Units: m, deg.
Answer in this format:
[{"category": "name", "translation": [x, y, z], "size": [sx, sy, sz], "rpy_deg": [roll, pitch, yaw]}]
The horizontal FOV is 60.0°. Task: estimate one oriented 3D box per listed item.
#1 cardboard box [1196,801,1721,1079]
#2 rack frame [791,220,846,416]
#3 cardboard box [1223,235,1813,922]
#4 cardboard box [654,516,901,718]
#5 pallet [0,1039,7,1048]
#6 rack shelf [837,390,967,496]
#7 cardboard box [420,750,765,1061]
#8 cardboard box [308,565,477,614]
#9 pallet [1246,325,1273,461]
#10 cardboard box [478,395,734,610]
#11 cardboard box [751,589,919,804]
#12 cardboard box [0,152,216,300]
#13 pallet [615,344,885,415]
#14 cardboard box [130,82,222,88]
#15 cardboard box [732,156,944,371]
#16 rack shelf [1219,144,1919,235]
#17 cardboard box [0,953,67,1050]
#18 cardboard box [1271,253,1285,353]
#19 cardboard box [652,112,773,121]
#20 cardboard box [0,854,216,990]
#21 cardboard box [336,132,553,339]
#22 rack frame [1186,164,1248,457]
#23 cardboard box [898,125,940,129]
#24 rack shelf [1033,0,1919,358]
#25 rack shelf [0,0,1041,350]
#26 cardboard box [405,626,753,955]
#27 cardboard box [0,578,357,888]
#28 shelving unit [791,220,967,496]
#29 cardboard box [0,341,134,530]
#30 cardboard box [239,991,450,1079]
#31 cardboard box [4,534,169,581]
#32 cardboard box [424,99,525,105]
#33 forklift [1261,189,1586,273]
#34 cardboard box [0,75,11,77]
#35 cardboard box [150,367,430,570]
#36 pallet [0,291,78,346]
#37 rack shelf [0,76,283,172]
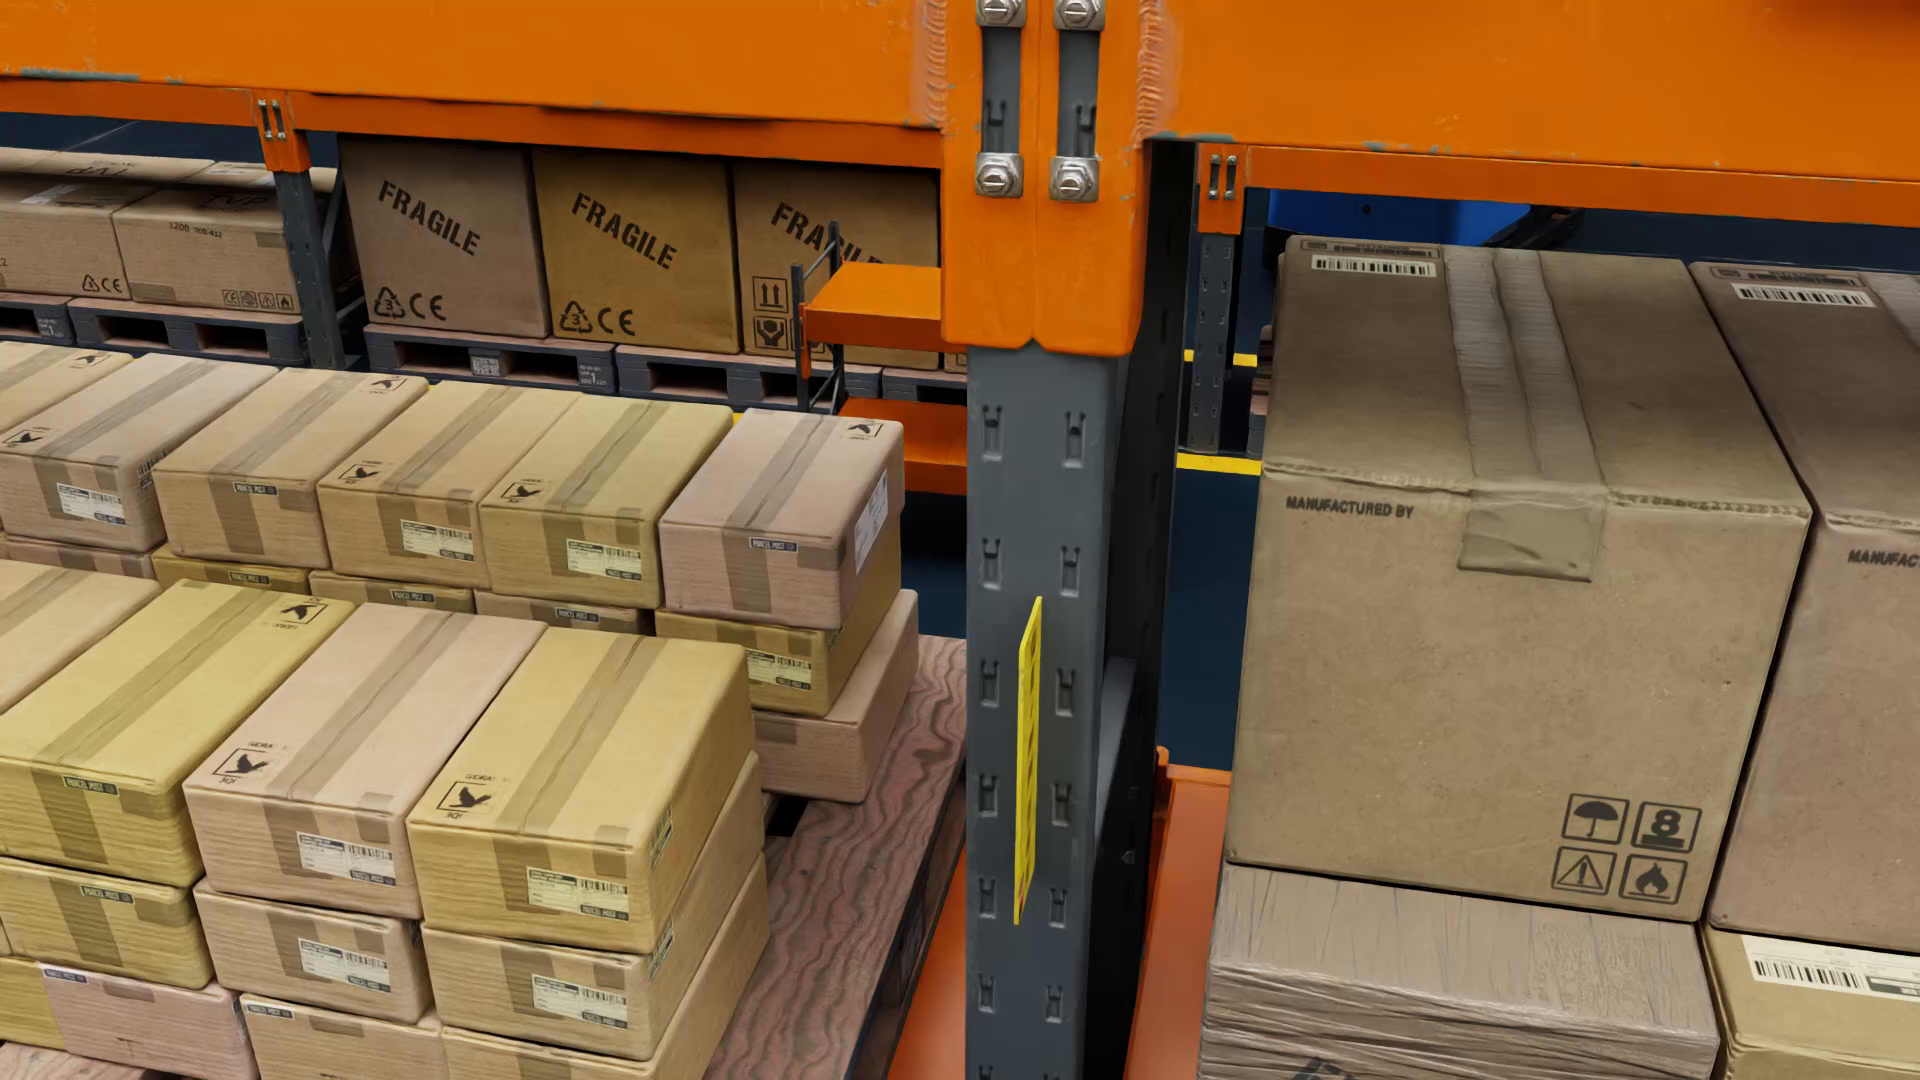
[{"category": "cardboard box", "translation": [0.553, 0.561, 1.997], "size": [0.500, 0.500, 0.500], "rpy_deg": [6, 29, 11]}, {"category": "rack frame", "translation": [-0.504, -0.545, 6.074], "size": [0.032, 1.125, 0.500], "rpy_deg": [6, 29, 11]}, {"category": "cardboard box", "translation": [0.607, 0.001, 1.980], "size": [0.500, 0.500, 0.700], "rpy_deg": [6, 29, 10]}, {"category": "cardboard box", "translation": [-0.261, 0.086, 2.483], "size": [0.250, 0.149, 0.380], "rpy_deg": [7, 30, 13]}, {"category": "pallet", "translation": [-1.774, 0.338, 2.708], "size": [1.213, 0.211, 1.003], "rpy_deg": [6, 29, 11]}, {"category": "rack shelf", "translation": [-0.007, -0.280, 6.099], "size": [1.000, 0.278, 0.538], "rpy_deg": [6, 29, 11]}, {"category": "cardboard box", "translation": [-0.408, 0.393, 1.922], "size": [0.250, 0.149, 0.380], "rpy_deg": [6, 29, 12]}, {"category": "cardboard box", "translation": [-0.788, 0.035, 2.577], "size": [0.250, 0.149, 0.380], "rpy_deg": [5, 29, 9]}, {"category": "pallet", "translation": [1.869, -0.599, 7.124], "size": [1.213, 0.211, 1.003], "rpy_deg": [6, 29, 11]}, {"category": "cardboard box", "translation": [-0.505, -0.064, 2.449], "size": [0.250, 0.149, 0.380], "rpy_deg": [5, 29, 9]}, {"category": "cardboard box", "translation": [-0.225, 0.220, 2.549], "size": [0.250, 0.149, 0.380], "rpy_deg": [5, 29, 10]}, {"category": "cardboard box", "translation": [-4.274, -1.566, 8.217], "size": [0.875, 0.438, 0.875], "rpy_deg": [5, 29, 9]}, {"category": "pallet", "translation": [-0.840, -0.916, 7.703], "size": [1.213, 0.211, 1.003], "rpy_deg": [6, 29, 11]}, {"category": "cardboard box", "translation": [-3.314, -2.273, 7.174], "size": [0.500, 0.500, 0.500], "rpy_deg": [6, 29, 11]}, {"category": "cardboard box", "translation": [-0.425, -1.353, 7.373], "size": [0.875, 0.875, 0.875], "rpy_deg": [6, 29, 11]}, {"category": "rack shelf", "translation": [3.061, -1.385, 6.406], "size": [4.000, 0.370, 1.077], "rpy_deg": [6, 29, 11]}, {"category": "cardboard box", "translation": [-1.146, 0.448, 2.133], "size": [0.250, 0.149, 0.380], "rpy_deg": [5, 29, 10]}, {"category": "cardboard box", "translation": [1.655, -0.871, 7.017], "size": [0.625, 0.372, 0.950], "rpy_deg": [4, 29, 7]}, {"category": "cardboard box", "translation": [-0.941, -1.904, 6.760], "size": [0.500, 0.250, 0.500], "rpy_deg": [5, 29, 10]}, {"category": "cardboard box", "translation": [-0.927, 0.342, 2.016], "size": [0.250, 0.149, 0.380], "rpy_deg": [7, 29, 12]}, {"category": "cardboard box", "translation": [-2.184, -1.530, 7.696], "size": [0.875, 0.875, 0.875], "rpy_deg": [7, 29, 12]}, {"category": "rack frame", "translation": [1.105, -1.901, 6.599], "size": [0.127, 3.000, 1.000], "rpy_deg": [6, 29, 11]}, {"category": "cardboard box", "translation": [0.053, -1.808, 6.585], "size": [0.500, 0.250, 0.500], "rpy_deg": [6, 29, 11]}, {"category": "rack shelf", "translation": [2.126, -0.366, 1.421], "size": [4.000, 0.370, 1.077], "rpy_deg": [6, 29, 11]}, {"category": "rack shelf", "translation": [-1.786, -0.767, 2.153], "size": [4.000, 0.370, 1.077], "rpy_deg": [6, 29, 11]}, {"category": "cardboard box", "translation": [-0.405, 0.265, 1.848], "size": [0.250, 0.149, 0.380], "rpy_deg": [5, 29, 9]}, {"category": "cardboard box", "translation": [-0.906, 0.212, 1.944], "size": [0.250, 0.149, 0.380], "rpy_deg": [7, 29, 12]}, {"category": "shelving unit", "translation": [-0.007, -0.494, 5.981], "size": [1.048, 1.125, 0.538], "rpy_deg": [6, 29, 11]}, {"category": "cardboard box", "translation": [-1.527, -0.170, 2.641], "size": [0.250, 0.149, 0.380], "rpy_deg": [7, 29, 12]}, {"category": "cardboard box", "translation": [-0.651, 0.500, 2.037], "size": [0.250, 0.149, 0.380], "rpy_deg": [6, 29, 10]}, {"category": "cardboard box", "translation": [-1.278, -0.016, 2.670], "size": [0.250, 0.149, 0.380], "rpy_deg": [6, 29, 11]}, {"category": "cardboard box", "translation": [-1.925, -2.017, 6.967], "size": [0.500, 0.250, 0.500], "rpy_deg": [5, 29, 9]}, {"category": "forklift", "translation": [2.879, -3.066, 8.797], "size": [1.130, 2.935, 3.031], "rpy_deg": [20, 35, 33]}, {"category": "cardboard box", "translation": [-4.313, -2.365, 7.343], "size": [0.500, 0.500, 0.500], "rpy_deg": [5, 29, 10]}, {"category": "cardboard box", "translation": [-1.003, -0.118, 2.547], "size": [0.250, 0.149, 0.380], "rpy_deg": [5, 29, 8]}, {"category": "pallet", "translation": [-4.731, -1.314, 8.430], "size": [1.213, 0.211, 1.003], "rpy_deg": [6, 29, 11]}, {"category": "rack shelf", "translation": [-4.763, -2.187, 7.871], "size": [4.000, 0.370, 1.077], "rpy_deg": [6, 29, 11]}]
